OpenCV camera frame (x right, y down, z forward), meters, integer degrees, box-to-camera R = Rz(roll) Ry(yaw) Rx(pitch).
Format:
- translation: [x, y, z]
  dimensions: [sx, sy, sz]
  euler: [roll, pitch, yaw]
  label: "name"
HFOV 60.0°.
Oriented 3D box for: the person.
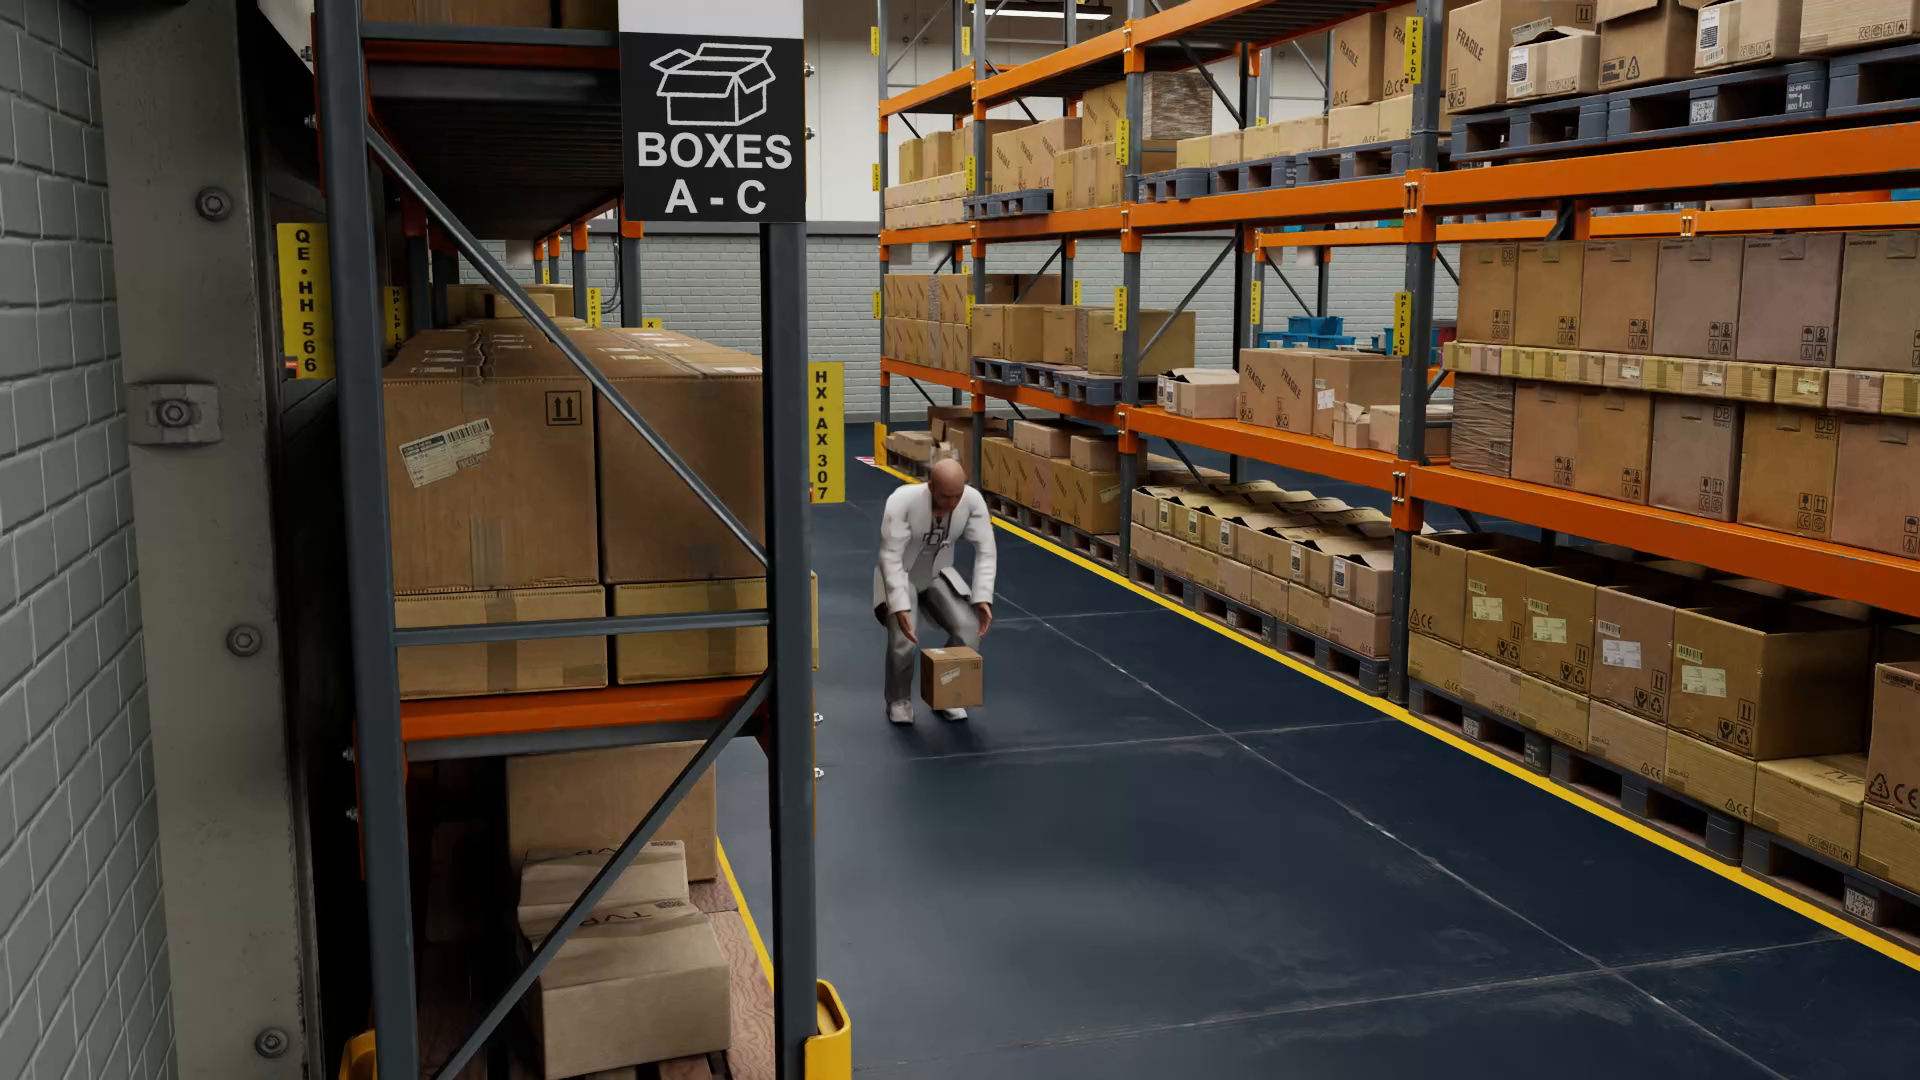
- translation: [-0.143, 0.244, 8.616]
  dimensions: [0.631, 1.395, 0.734]
  euler: [-3, 9, -16]
  label: "person"
